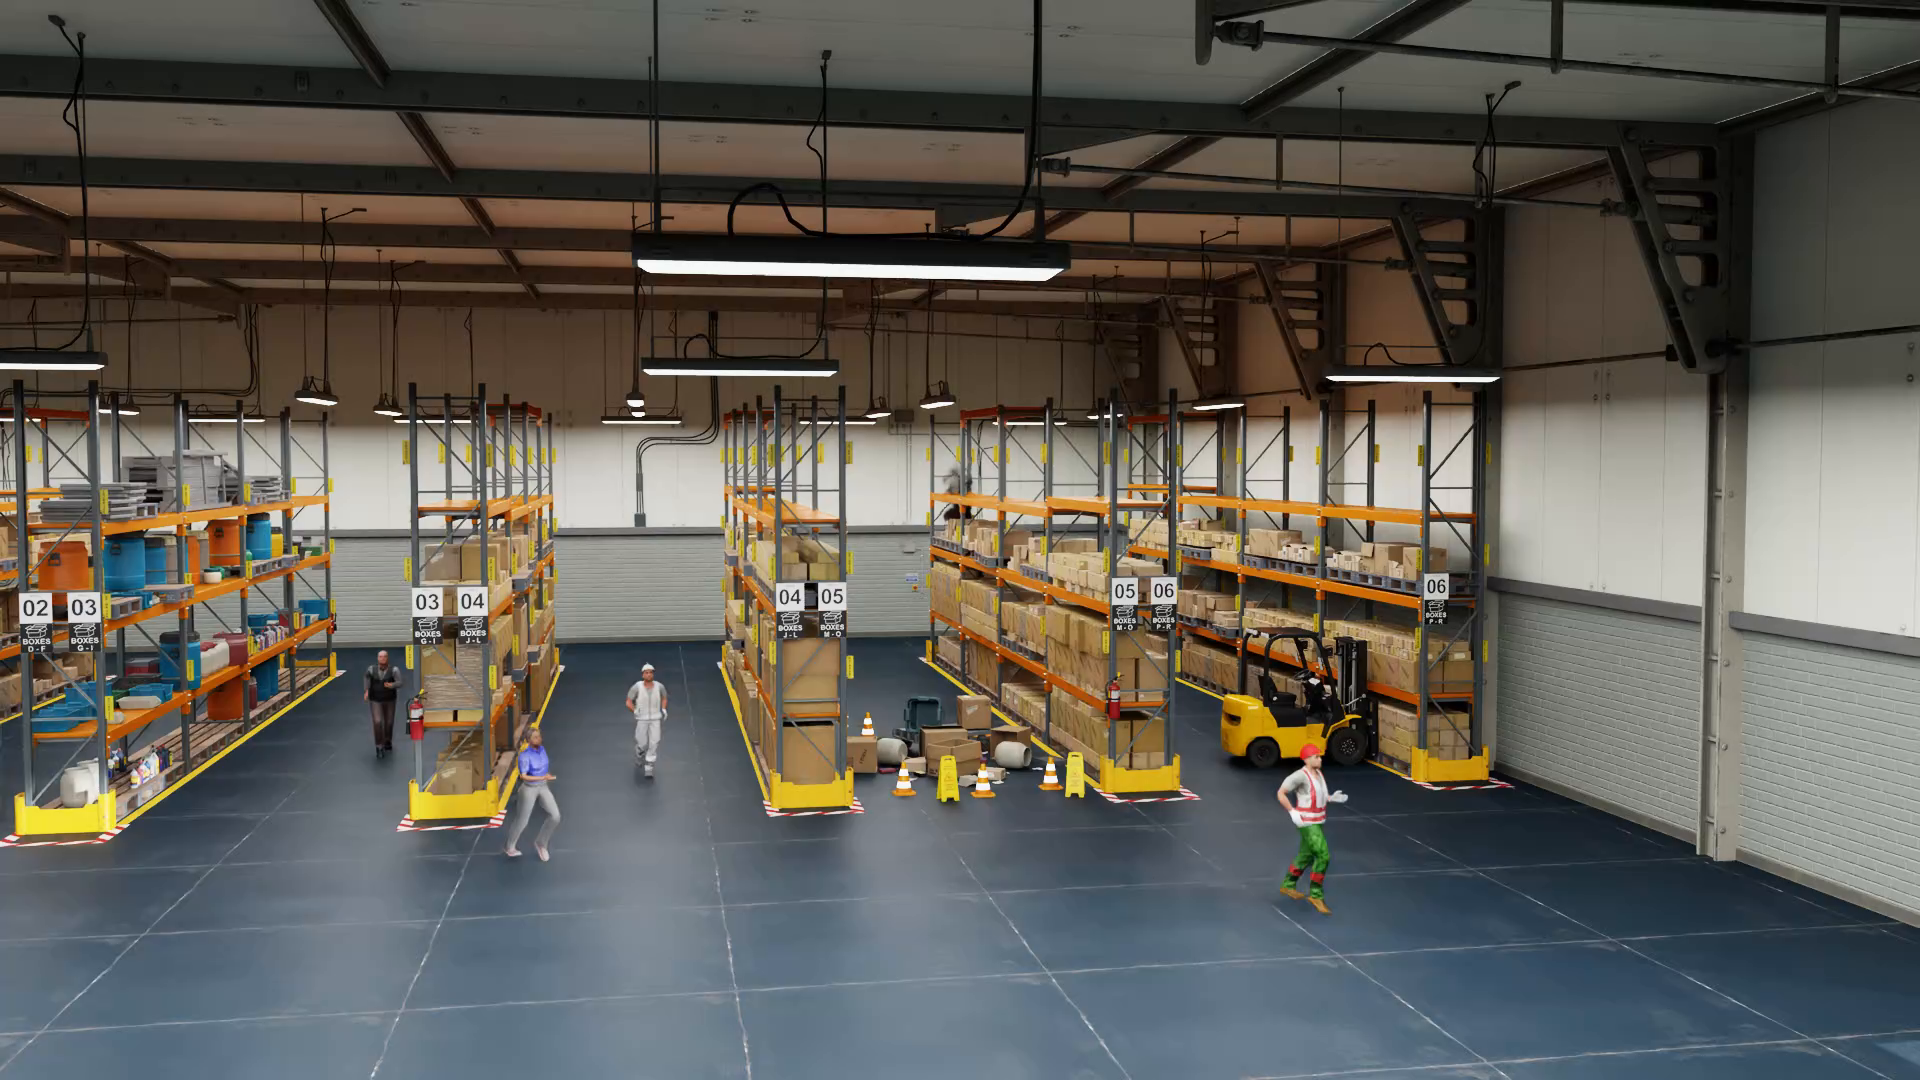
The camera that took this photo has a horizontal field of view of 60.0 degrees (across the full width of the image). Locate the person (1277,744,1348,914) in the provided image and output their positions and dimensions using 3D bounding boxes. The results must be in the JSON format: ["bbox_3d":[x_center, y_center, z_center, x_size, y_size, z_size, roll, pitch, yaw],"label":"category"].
[{"bbox_3d":[3.887,3.175,18.398,0.746,1.845,0.646,2,4,34],"label":"person"}]

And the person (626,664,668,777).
[{"bbox_3d":[-4.885,2.809,26.026,0.651,1.742,0.645,-1,3,-21],"label":"person"}]

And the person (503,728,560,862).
[{"bbox_3d":[-5.248,3.137,20.526,0.854,1.660,0.583,2,3,34],"label":"person"}]

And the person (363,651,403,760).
[{"bbox_3d":[-9.617,2.725,27.750,0.627,1.773,0.868,-1,3,-20],"label":"person"}]
